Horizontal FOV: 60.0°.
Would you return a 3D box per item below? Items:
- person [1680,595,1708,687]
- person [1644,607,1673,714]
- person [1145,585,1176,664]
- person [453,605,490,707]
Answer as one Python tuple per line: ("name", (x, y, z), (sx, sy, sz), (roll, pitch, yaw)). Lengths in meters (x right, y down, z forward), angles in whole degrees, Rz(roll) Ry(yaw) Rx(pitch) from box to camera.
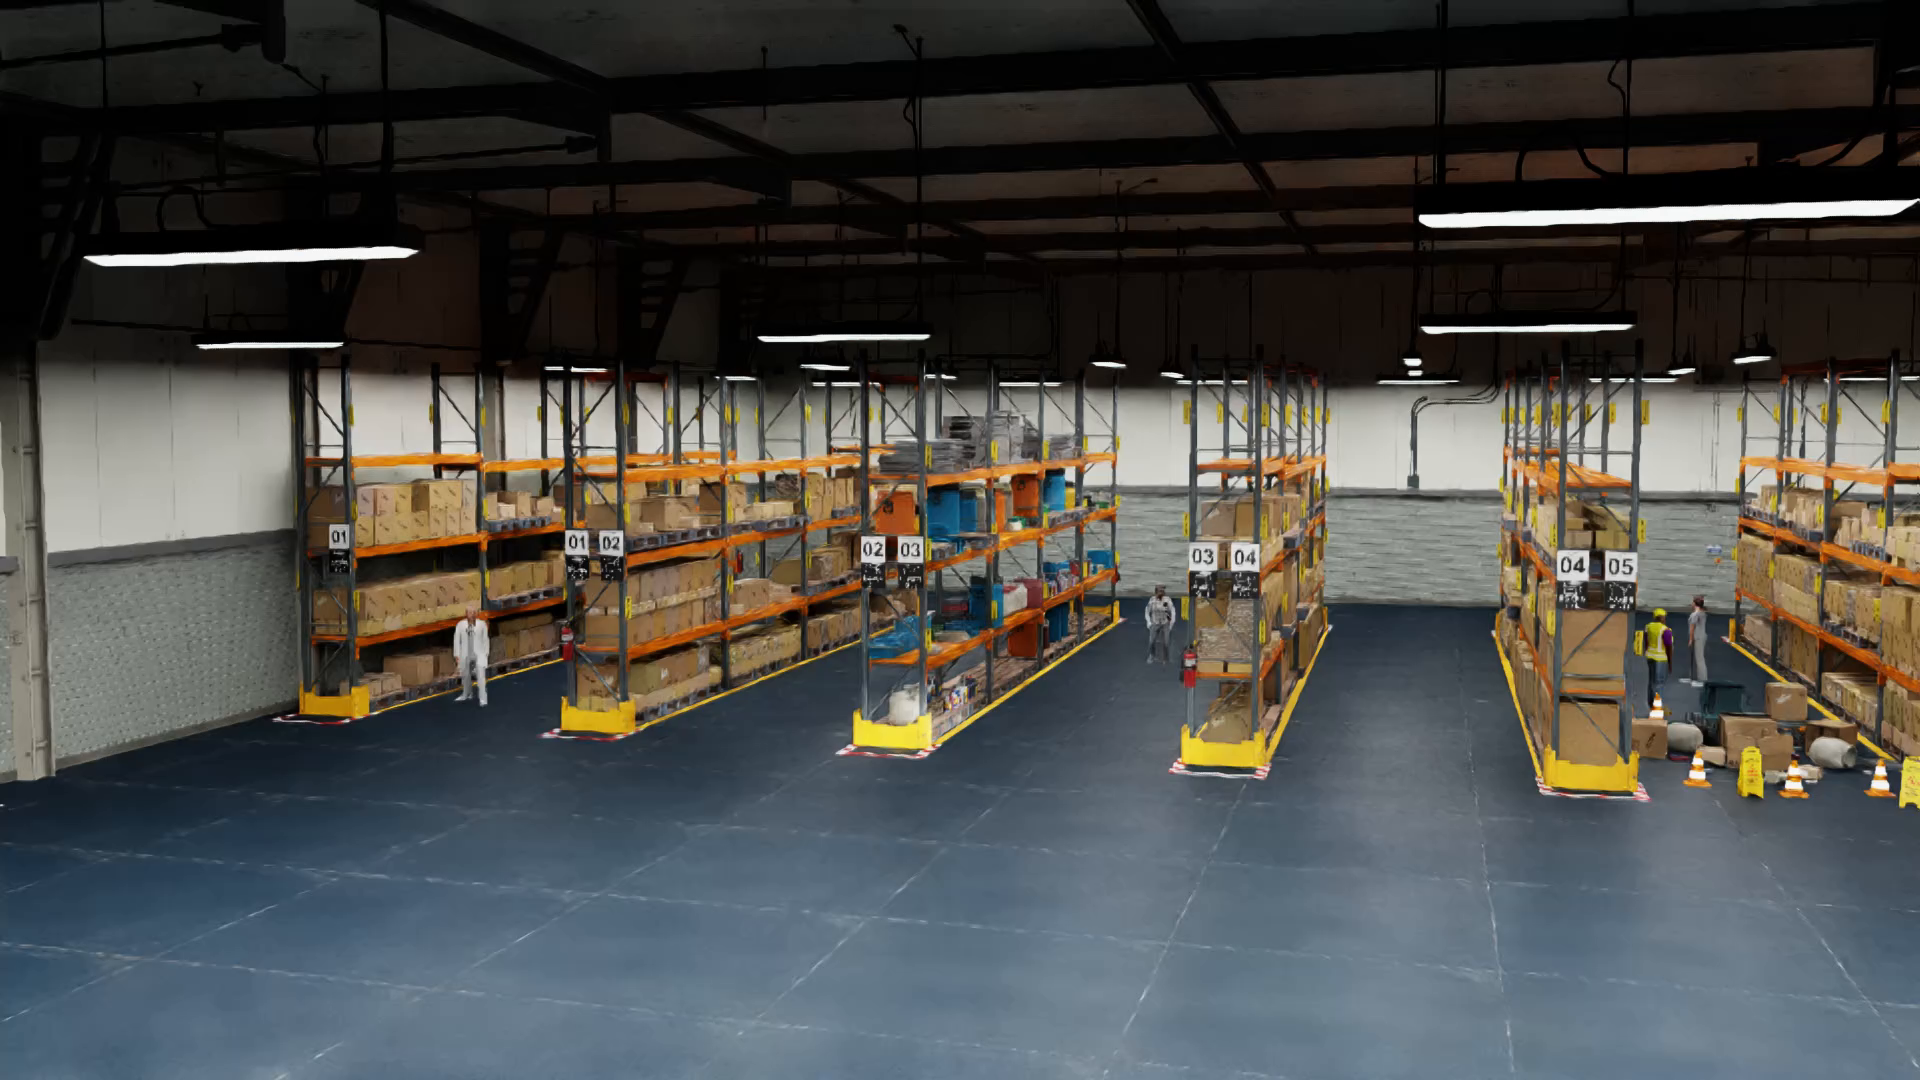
("person", (13.590, 1.849, 30.721), (0.571, 1.666, 0.553), (4, 6, 42))
("person", (11.777, 2.008, 27.935), (0.452, 1.768, 0.632), (-1, 4, -16))
("person", (4.028, 1.687, 33.460), (0.639, 1.632, 0.512), (1, 4, 14))
("person", (-8.414, 1.985, 28.593), (0.626, 1.749, 1.011), (-1, 4, -10))
